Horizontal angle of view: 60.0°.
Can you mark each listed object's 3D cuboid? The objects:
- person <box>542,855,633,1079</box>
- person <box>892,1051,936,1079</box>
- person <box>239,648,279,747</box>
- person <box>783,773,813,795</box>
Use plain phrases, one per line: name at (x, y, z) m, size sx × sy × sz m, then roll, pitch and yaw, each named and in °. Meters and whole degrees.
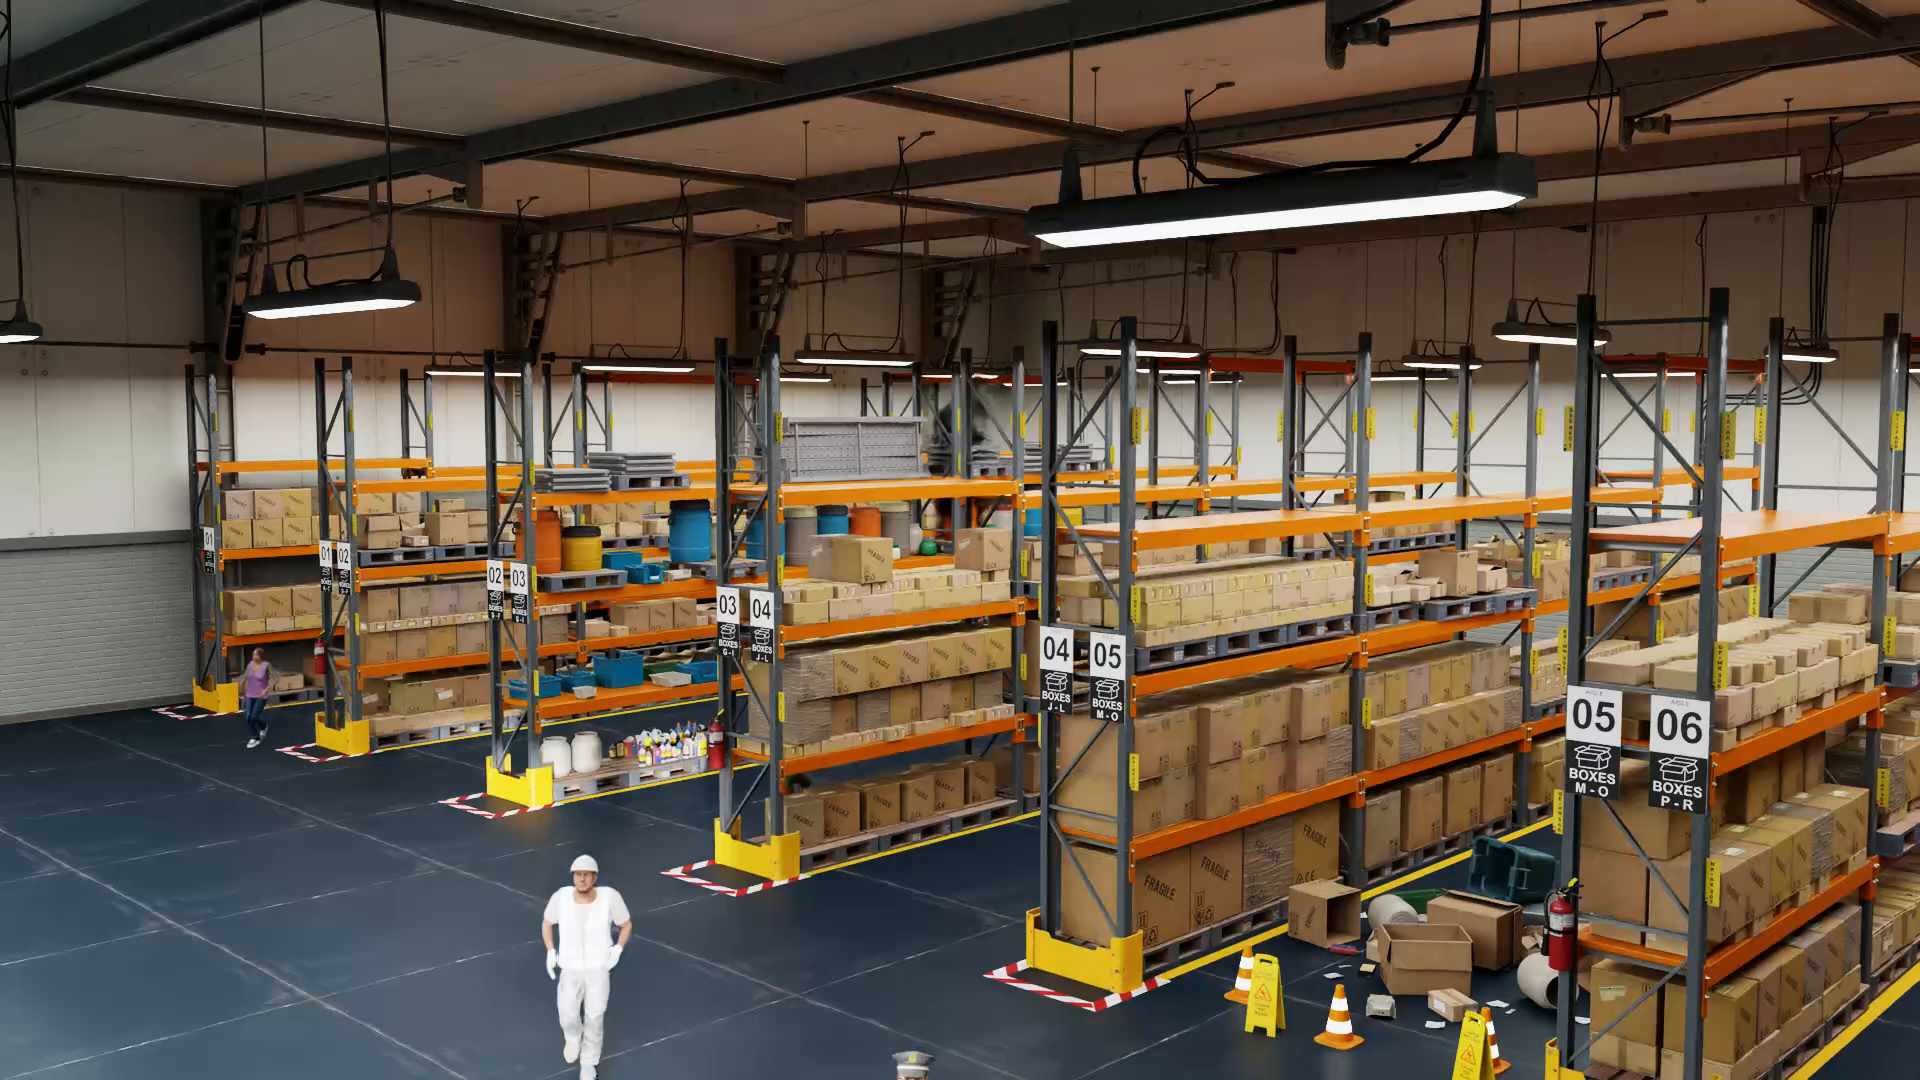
person at (-2.896, 3.305, 12.925) m, size 0.695 × 1.746 × 0.590 m, roll -1°, pitch 4°, yaw -9°
person at (-0.258, 3.620, 9.278) m, size 0.655 × 1.652 × 0.738 m, roll 0°, pitch 4°, yaw 4°
person at (-10.855, 2.433, 25.709) m, size 0.559 × 1.550 × 0.571 m, roll 1°, pitch 4°, yaw 10°
person at (-2.142, 2.632, 21.316) m, size 0.658 × 1.768 × 0.971 m, roll 2°, pitch 5°, yaw 29°
